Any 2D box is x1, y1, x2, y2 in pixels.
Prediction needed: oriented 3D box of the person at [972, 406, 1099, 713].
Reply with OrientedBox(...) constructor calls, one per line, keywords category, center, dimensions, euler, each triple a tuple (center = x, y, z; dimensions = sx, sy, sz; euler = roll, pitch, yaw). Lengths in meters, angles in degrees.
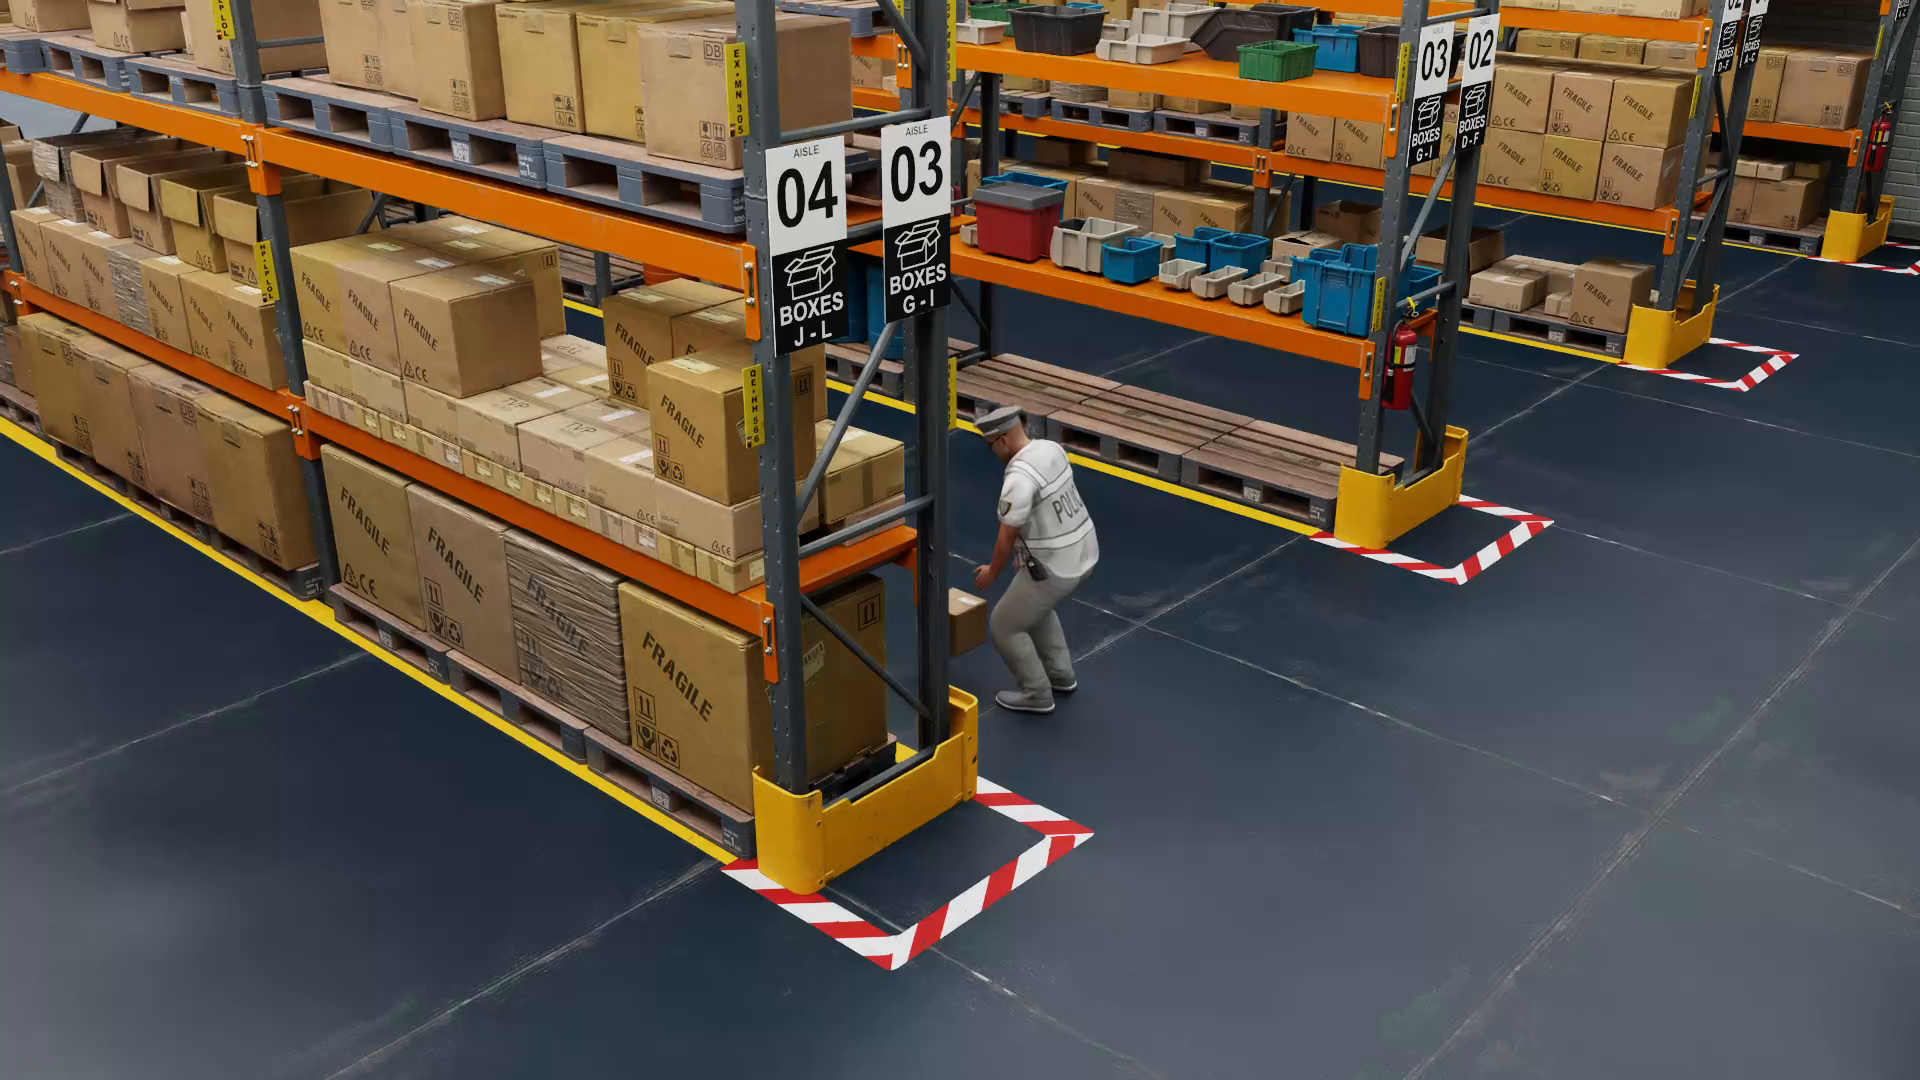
OrientedBox(category="person", center=(0.370, 0.107, 8.536), dimensions=(0.634, 1.614, 0.578), euler=(12, 27, 25))
